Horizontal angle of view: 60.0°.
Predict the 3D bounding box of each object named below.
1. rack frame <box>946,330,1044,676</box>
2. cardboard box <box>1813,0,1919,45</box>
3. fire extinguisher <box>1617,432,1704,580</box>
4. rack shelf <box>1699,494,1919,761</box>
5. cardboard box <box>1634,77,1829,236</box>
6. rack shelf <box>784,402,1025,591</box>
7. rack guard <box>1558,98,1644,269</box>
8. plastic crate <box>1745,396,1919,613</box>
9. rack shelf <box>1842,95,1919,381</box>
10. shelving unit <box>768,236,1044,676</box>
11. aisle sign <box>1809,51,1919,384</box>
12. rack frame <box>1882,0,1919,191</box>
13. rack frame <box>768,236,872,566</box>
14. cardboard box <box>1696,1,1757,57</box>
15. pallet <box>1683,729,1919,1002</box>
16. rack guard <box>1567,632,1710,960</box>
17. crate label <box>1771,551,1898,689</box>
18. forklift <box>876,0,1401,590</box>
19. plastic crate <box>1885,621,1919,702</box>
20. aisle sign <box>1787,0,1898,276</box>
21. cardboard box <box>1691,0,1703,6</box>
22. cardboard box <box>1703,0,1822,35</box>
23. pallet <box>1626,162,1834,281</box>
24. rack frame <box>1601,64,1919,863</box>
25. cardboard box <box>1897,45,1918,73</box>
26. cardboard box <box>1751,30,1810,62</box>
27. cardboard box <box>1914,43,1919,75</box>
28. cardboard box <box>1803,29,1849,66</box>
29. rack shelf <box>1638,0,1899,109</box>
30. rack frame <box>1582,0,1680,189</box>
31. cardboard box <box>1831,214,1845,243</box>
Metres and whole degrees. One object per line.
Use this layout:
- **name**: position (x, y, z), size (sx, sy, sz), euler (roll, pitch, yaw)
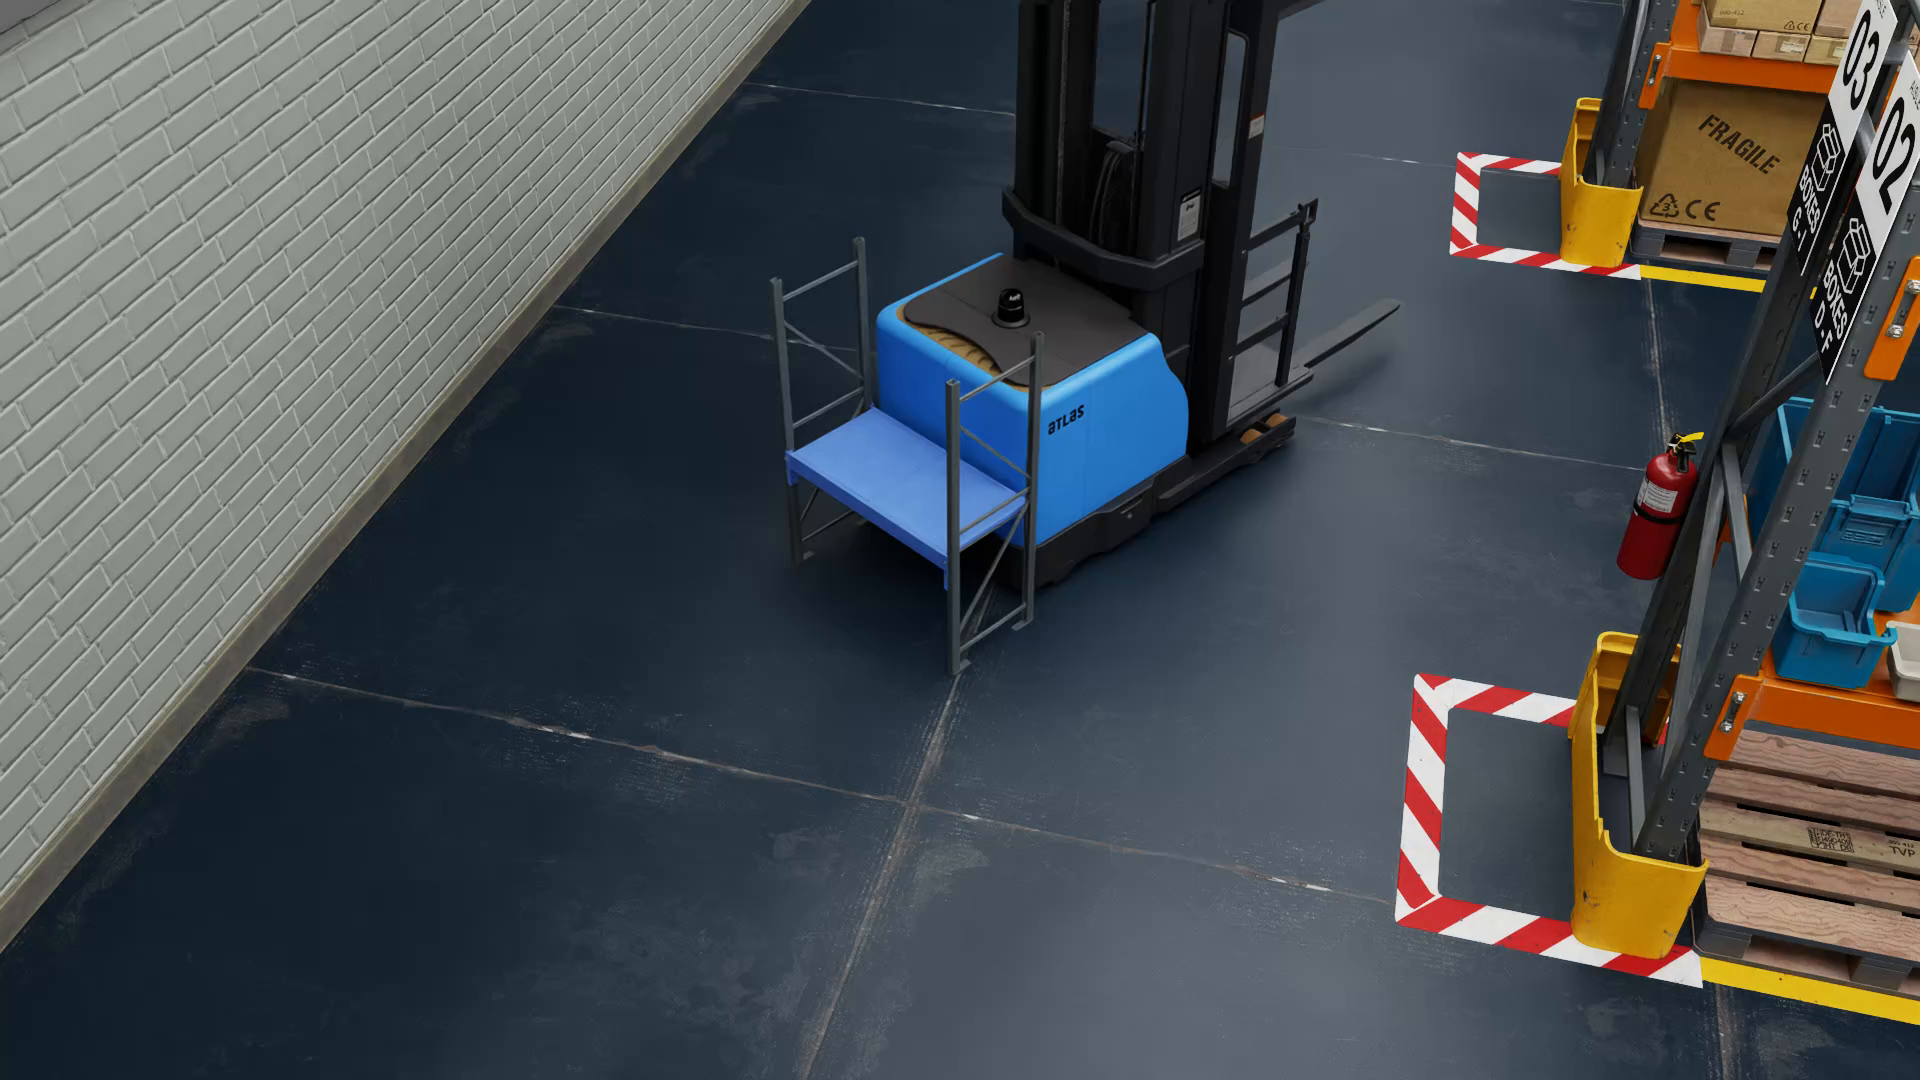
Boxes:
- **rack frame**: position (0.135, -0.113, 6.743), size (0.500, 1.500, 0.032), euler (-33, 50, -33)
- **cardboard box**: position (4.741, -2.829, 8.696), size (0.500, 0.250, 0.500), euler (9, 41, 11)
- **fire extinguisher**: position (2.534, -0.160, 5.983), size (0.183, 0.674, 0.296), euler (10, 41, 11)
- **rack shelf**: position (4.494, 0.582, 5.308), size (4.000, 0.370, 1.077), euler (10, 41, 11)
- **cardboard box**: position (4.482, -2.393, 9.617), size (0.875, 0.875, 0.875), euler (10, 41, 11)
- **rack shelf**: position (-0.224, -0.207, 7.134), size (0.538, 0.185, 1.000), euler (-33, 50, -33)
- **rack guard**: position (3.820, -2.149, 9.945), size (0.348, 0.500, 1.175), euler (10, 41, 11)
- **plastic crate**: position (2.934, -0.122, 5.514), size (0.499, 0.435, 0.616), euler (10, 41, 11)
- **rack shelf**: position (4.494, -0.566, 4.343), size (4.000, 0.370, 1.077), euler (10, 41, 11)
- **shelving unit**: position (-0.224, -0.345, 7.018), size (0.538, 1.500, 1.048), euler (-33, 50, -33)
- **aisle sign**: position (2.416, -0.848, 4.431), size (0.004, 0.787, 0.394), euler (10, 41, 11)
- **rack frame**: position (2.562, -2.323, 3.543), size (0.127, 3.000, 1.000), euler (10, 41, 11)
- **rack frame**: position (-0.584, -0.576, 7.294), size (0.500, 1.500, 0.032), euler (-33, 50, -33)
- **cardboard box**: position (4.100, -2.742, 8.903), size (0.250, 0.149, 0.380), euler (10, 41, 12)
- **pallet**: position (3.349, 1.204, 6.177), size (1.213, 0.211, 1.003), euler (10, 41, 11)
- **rack guard**: position (2.536, 0.936, 6.272), size (0.348, 0.500, 1.175), euler (10, 41, 11)
- **crate label**: position (2.716, 0.261, 5.215), size (0.303, 0.233, 0.416), euler (10, 41, 11)
- **forklift**: position (1.038, -1.724, 7.548), size (3.031, 2.935, 1.130), euler (-31, 49, -31)
- **plastic crate**: position (3.004, 0.403, 5.121), size (0.298, 0.136, 0.250), euler (10, 41, 11)
- **aisle sign**: position (2.569, -1.215, 4.867), size (0.004, 0.787, 0.394), euler (10, 41, 11)
- **cardboard box**: position (4.272, -3.152, 9.390), size (0.250, 0.149, 0.380), euler (11, 41, 12)
- **cardboard box**: position (4.237, -2.912, 8.794), size (0.500, 0.250, 0.500), euler (9, 41, 10)
- **pallet**: position (4.635, -1.950, 9.933), size (1.213, 0.211, 1.003), euler (10, 41, 11)
- **rack frame**: position (2.562, -0.025, 5.473), size (0.127, 3.000, 1.000), euler (10, 41, 11)
- **cardboard box**: position (4.848, -2.616, 8.752), size (0.250, 0.149, 0.380), euler (9, 41, 11)
- **cardboard box**: position (4.349, -2.701, 8.853), size (0.250, 0.149, 0.380), euler (9, 41, 11)
- **cardboard box**: position (5.094, -2.573, 8.701), size (0.250, 0.149, 0.380), euler (9, 41, 11)
- **cardboard box**: position (4.596, -2.658, 8.803), size (0.250, 0.149, 0.380), euler (9, 41, 10)
- **rack shelf**: position (5.775, -2.495, 8.972), size (4.000, 0.370, 1.077), euler (10, 41, 11)
- **rack frame**: position (3.843, -3.103, 9.136), size (0.127, 3.000, 1.000), euler (10, 41, 11)
- **cardboard box**: position (5.361, -2.242, 9.437), size (0.875, 0.875, 0.875), euler (10, 41, 11)
